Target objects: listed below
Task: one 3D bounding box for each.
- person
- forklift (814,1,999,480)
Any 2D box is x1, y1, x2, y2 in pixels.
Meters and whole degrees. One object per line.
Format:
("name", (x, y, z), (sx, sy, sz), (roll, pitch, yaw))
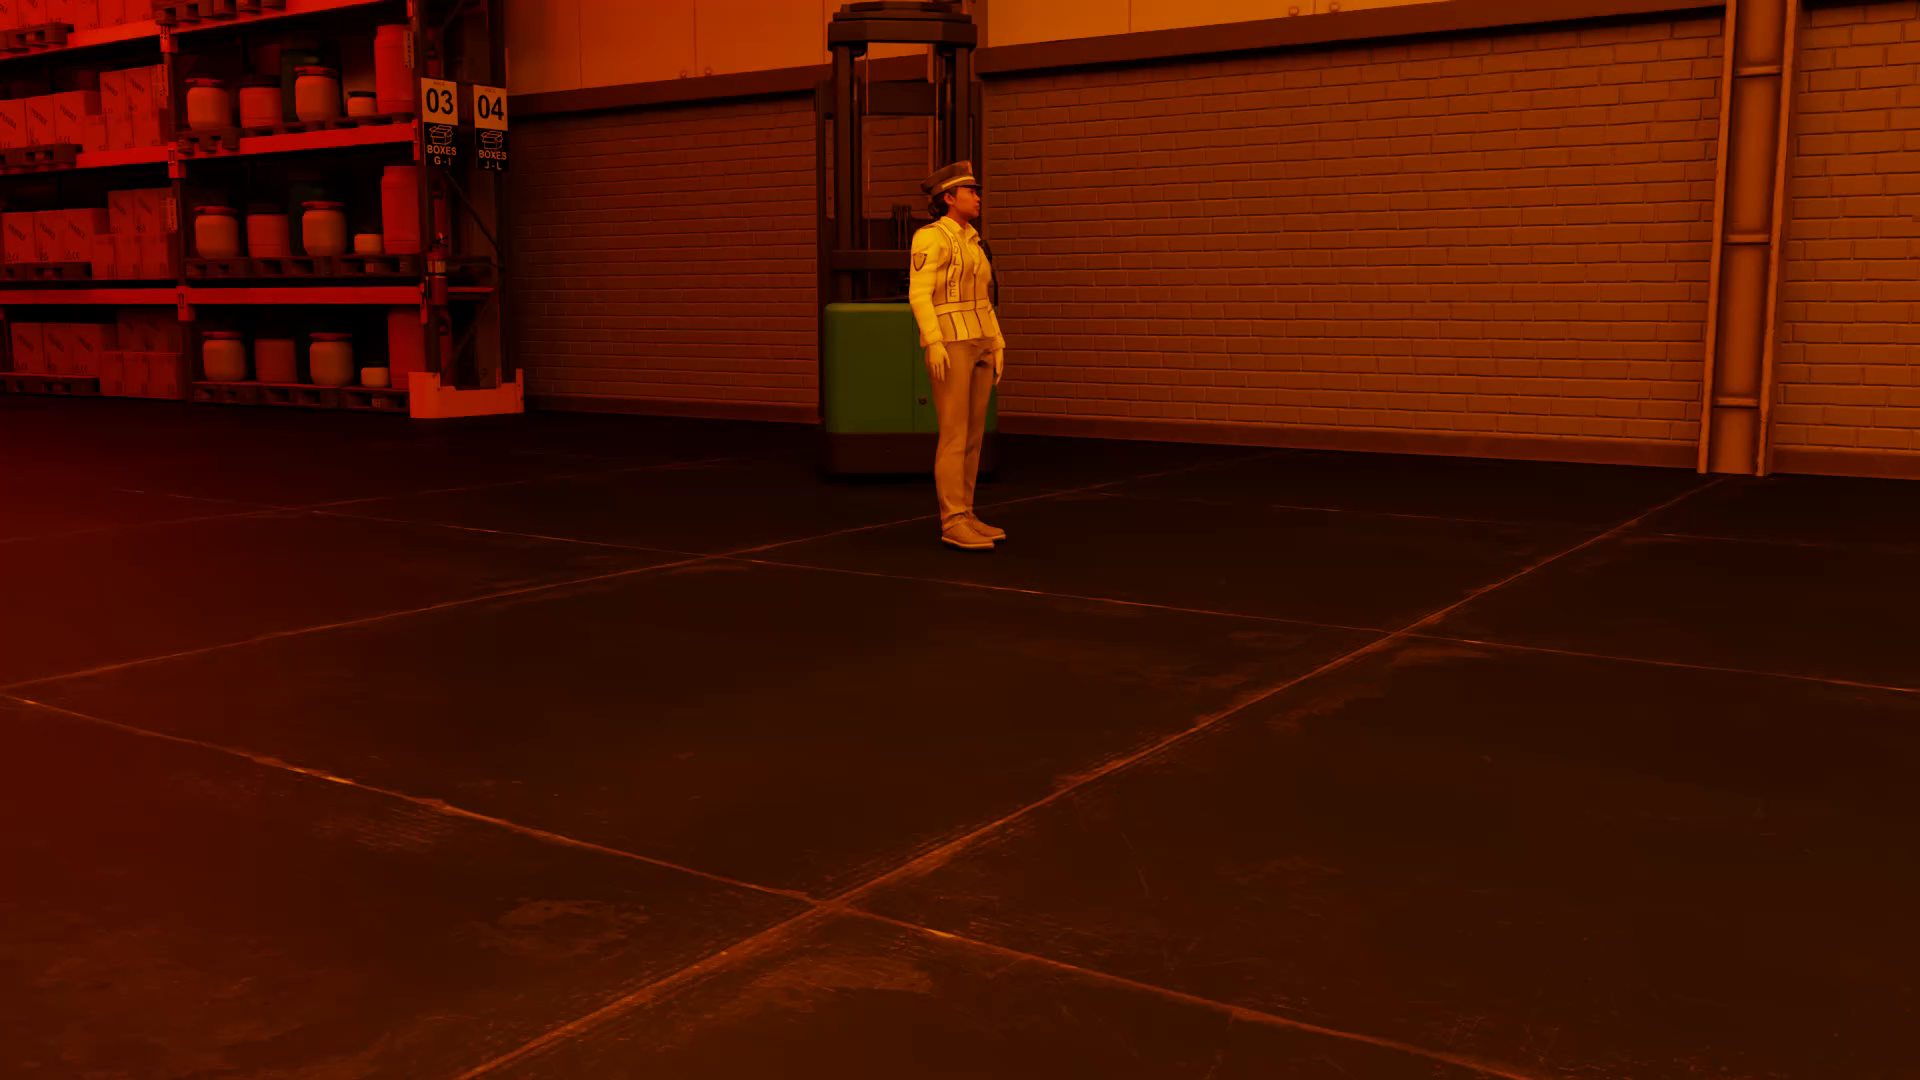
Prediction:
("person", (0.052, -0.840, 7.441), (0.534, 1.696, 0.587), (5, 10, 34))
("forklift", (-0.422, -1.991, 11.194), (1.130, 2.935, 3.031), (-1, 8, -5))
